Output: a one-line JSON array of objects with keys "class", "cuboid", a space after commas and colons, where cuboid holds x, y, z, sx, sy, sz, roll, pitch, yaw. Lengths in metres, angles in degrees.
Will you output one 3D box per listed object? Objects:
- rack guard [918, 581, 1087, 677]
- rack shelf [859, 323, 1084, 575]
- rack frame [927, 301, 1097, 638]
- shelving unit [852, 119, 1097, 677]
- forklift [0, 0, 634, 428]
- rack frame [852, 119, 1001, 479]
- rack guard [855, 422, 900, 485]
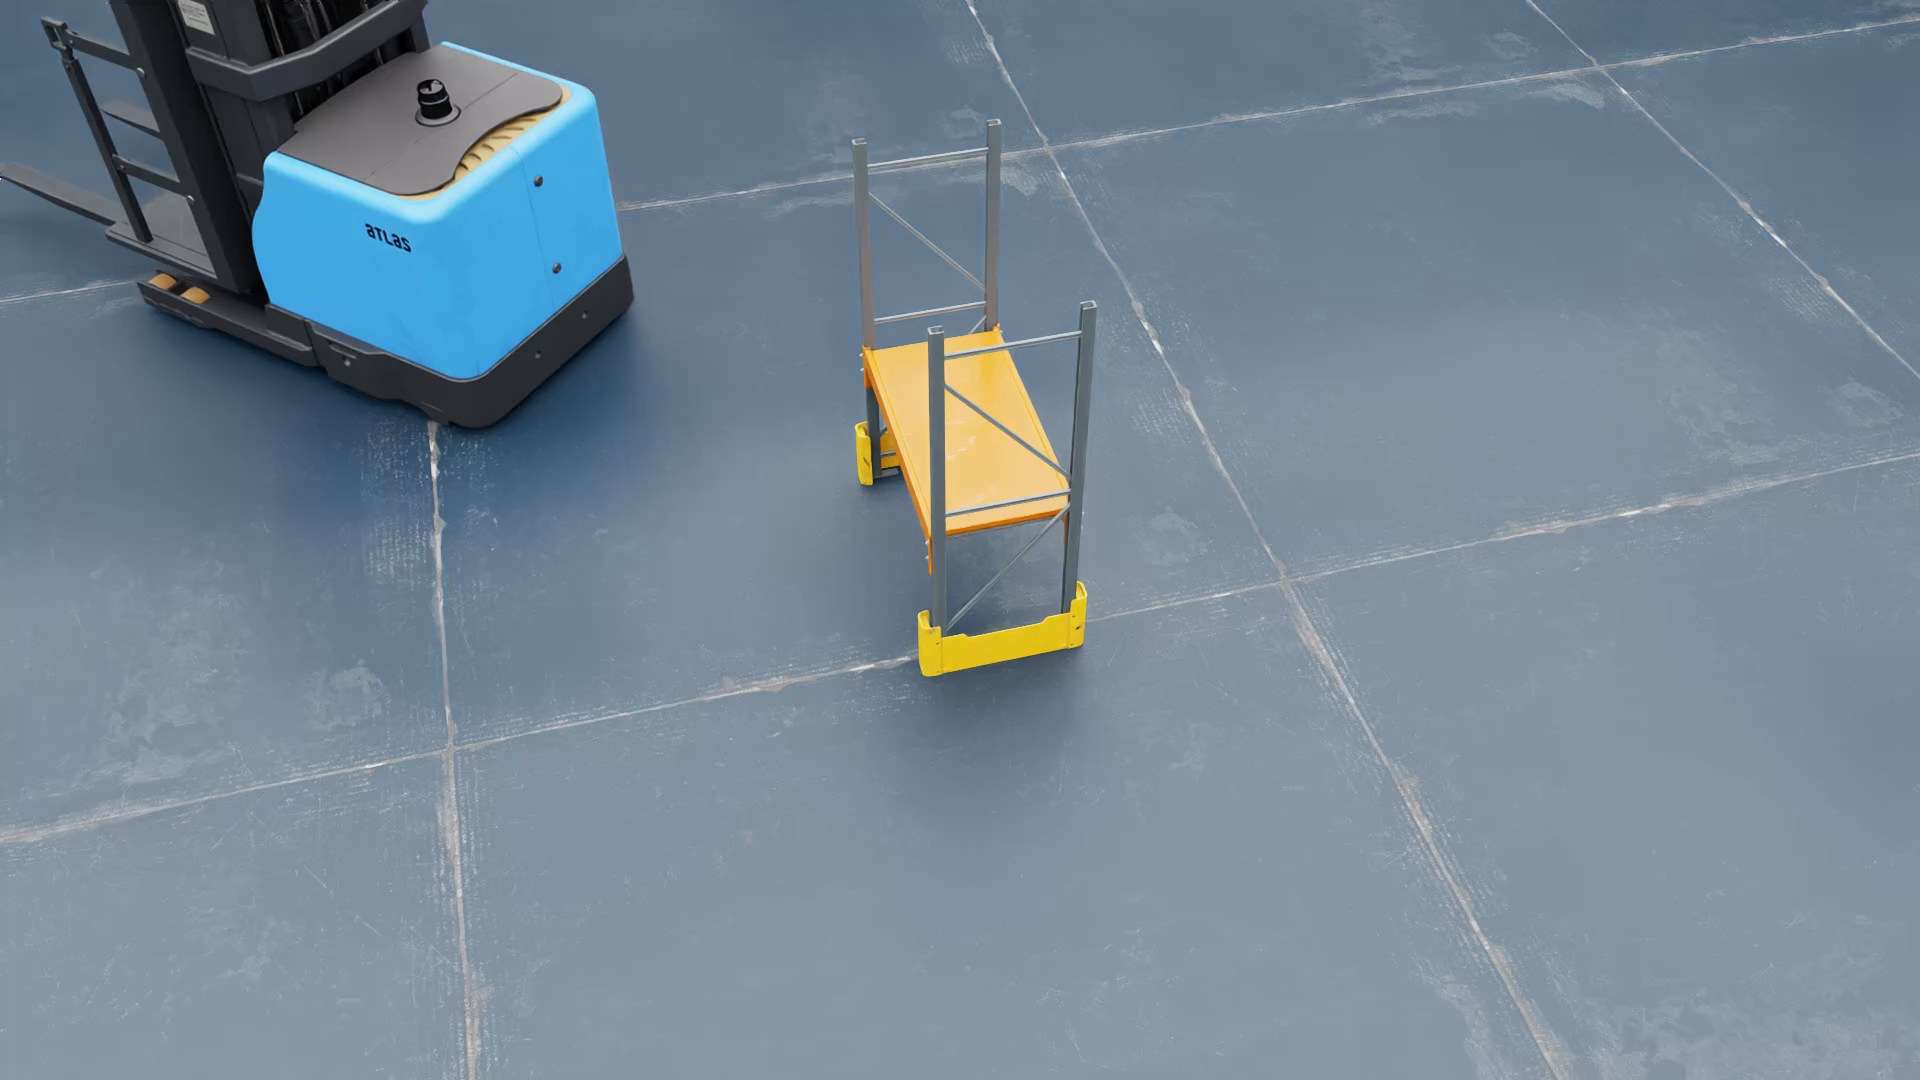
[{"class": "rack guard", "cuboid": [0.147, 0.309, 5.772, 0.587, 0.250, 0.087, -11, 47, -10]}, {"class": "rack shelf", "cuboid": [0.022, -0.340, 5.785, 0.538, 0.185, 1.000, -11, 47, -10]}, {"class": "rack frame", "cuboid": [0.152, -0.115, 5.313, 0.500, 1.500, 0.032, -11, 47, -10]}, {"class": "shelving unit", "cuboid": [0.020, -0.472, 5.663, 0.587, 1.500, 1.083, -11, 47, -10]}, {"class": "forklift", "cuboid": [-2.944, -2.248, 6.401, 3.031, 2.935, 1.130, 22, 49, 20]}, {"class": "rack frame", "cuboid": [-0.108, -0.817, 6.001, 0.500, 1.500, 0.032, -11, 47, -10]}, {"class": "rack guard", "cuboid": [-0.108, -0.379, 6.446, 0.587, 0.250, 0.087, -11, 47, -10]}]
